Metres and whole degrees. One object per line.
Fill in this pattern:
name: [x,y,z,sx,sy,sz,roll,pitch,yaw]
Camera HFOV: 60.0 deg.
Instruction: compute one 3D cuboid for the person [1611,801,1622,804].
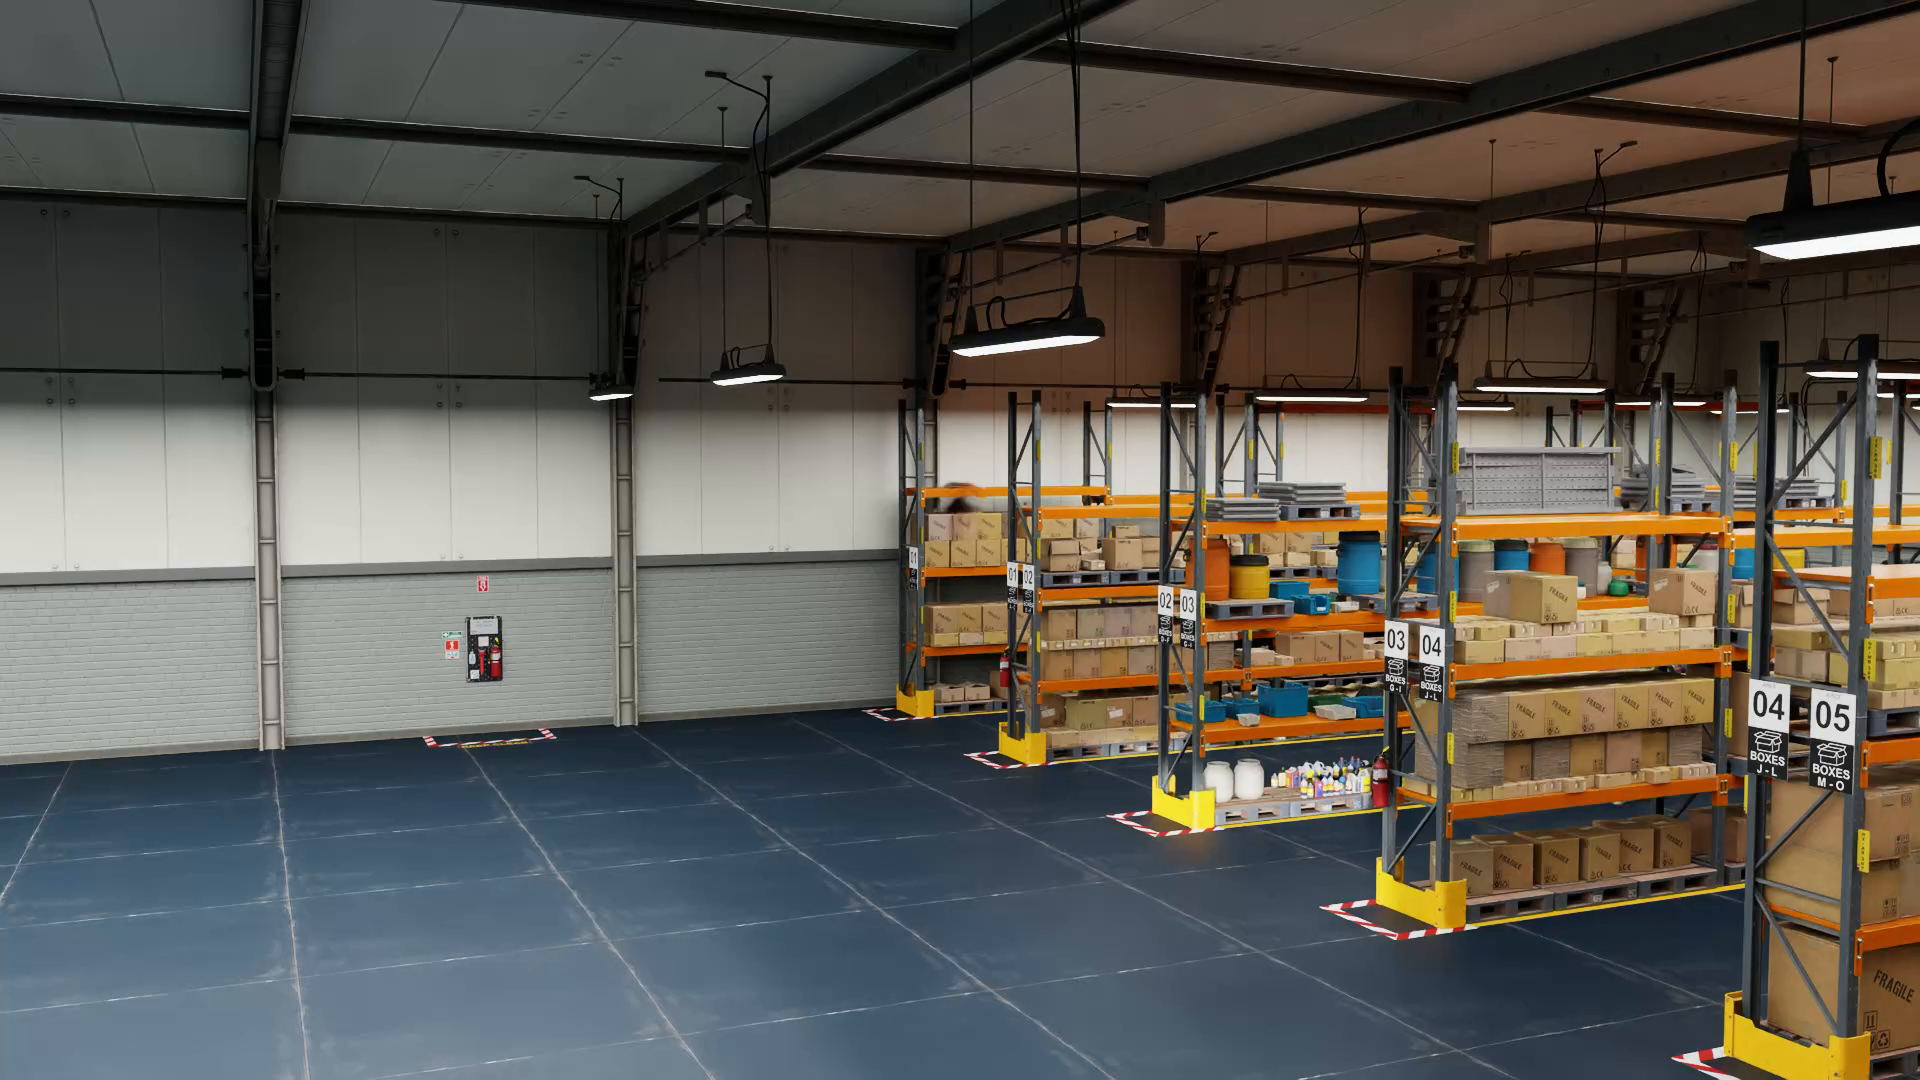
person: [9.587,2.923,23.843,0.960,1.618,0.546,-1,4,-24]
